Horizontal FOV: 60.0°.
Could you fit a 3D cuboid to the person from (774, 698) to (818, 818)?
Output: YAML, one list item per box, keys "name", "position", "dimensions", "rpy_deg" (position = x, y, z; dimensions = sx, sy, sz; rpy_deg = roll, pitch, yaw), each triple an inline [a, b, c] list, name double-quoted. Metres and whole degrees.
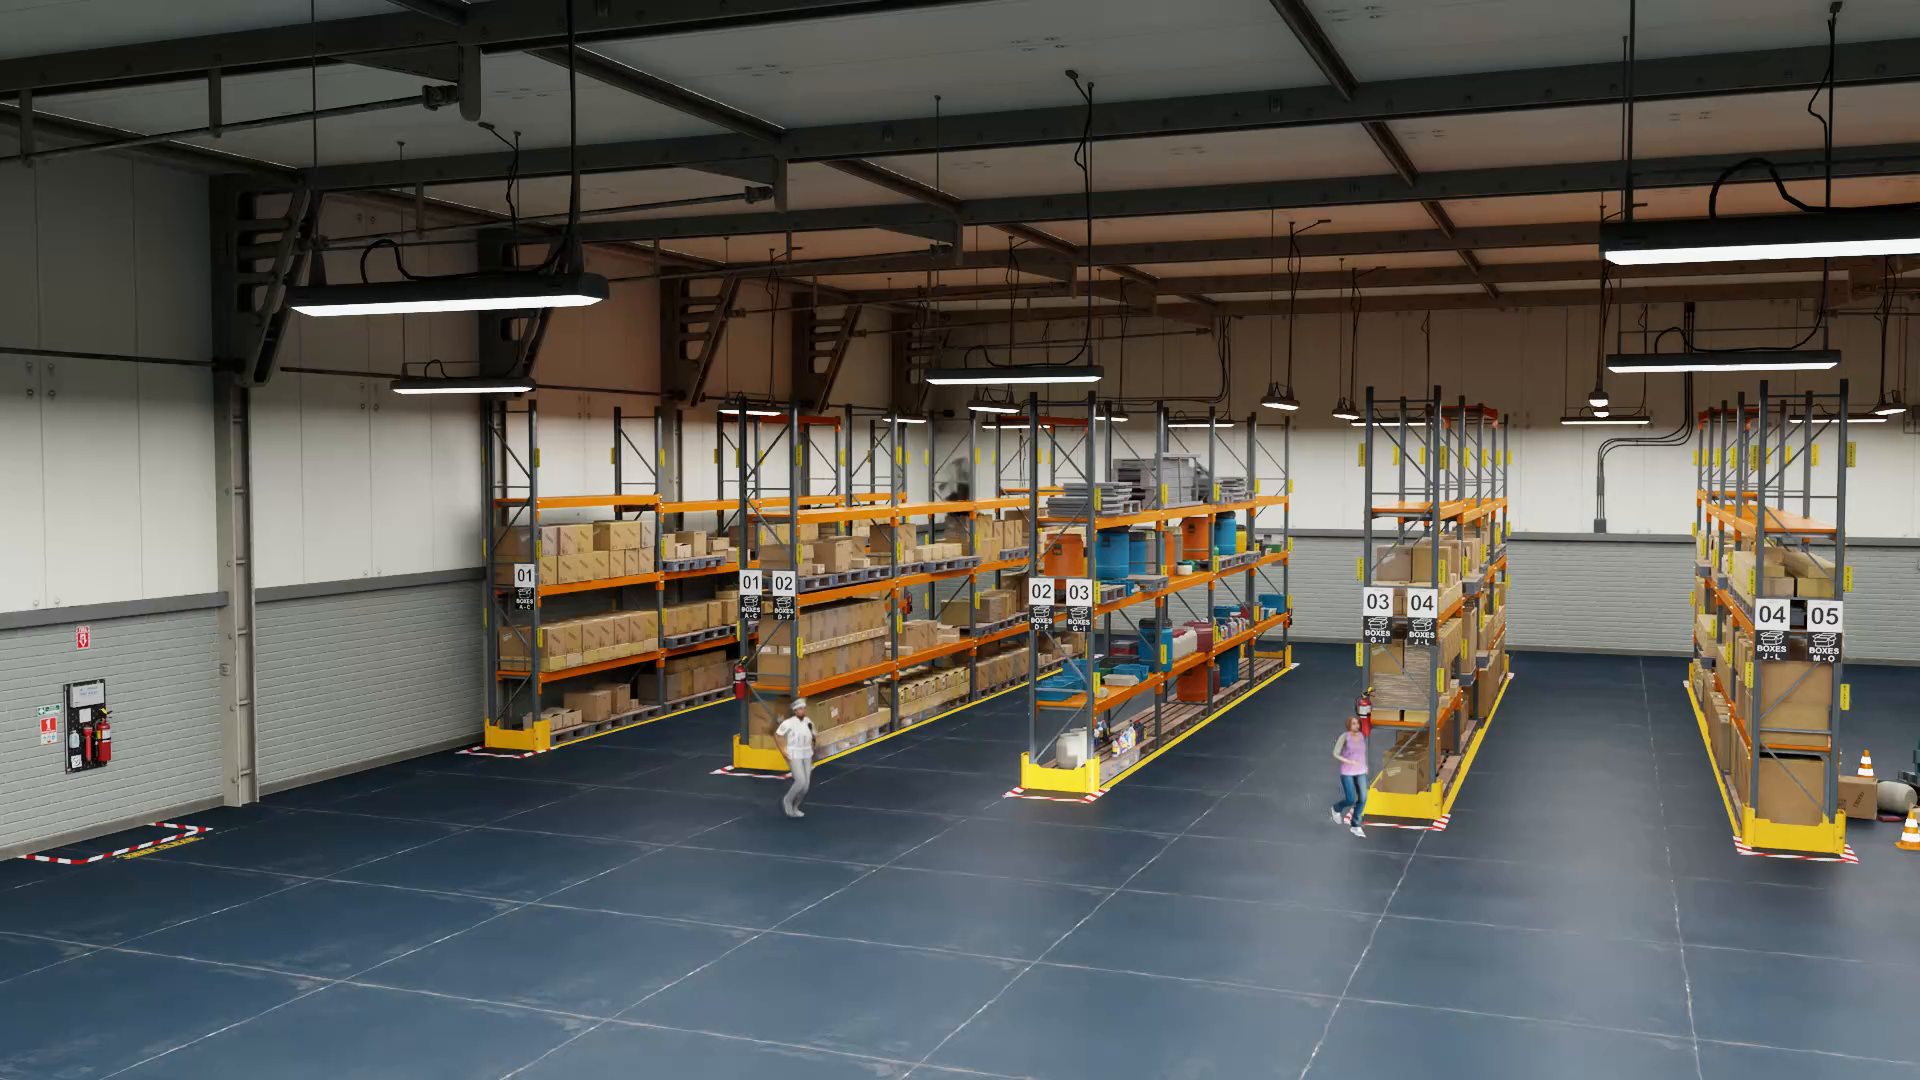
- name: "person"
  position: [-2.206, 3.018, 23.014]
  dimensions: [0.628, 1.670, 0.546]
  rpy_deg: [-2, 4, -40]

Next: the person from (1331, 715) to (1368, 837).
- name: "person"
  position: [5.197, 3.127, 22.201]
  dimensions: [0.534, 1.593, 0.637]
  rpy_deg: [-1, 3, -20]
